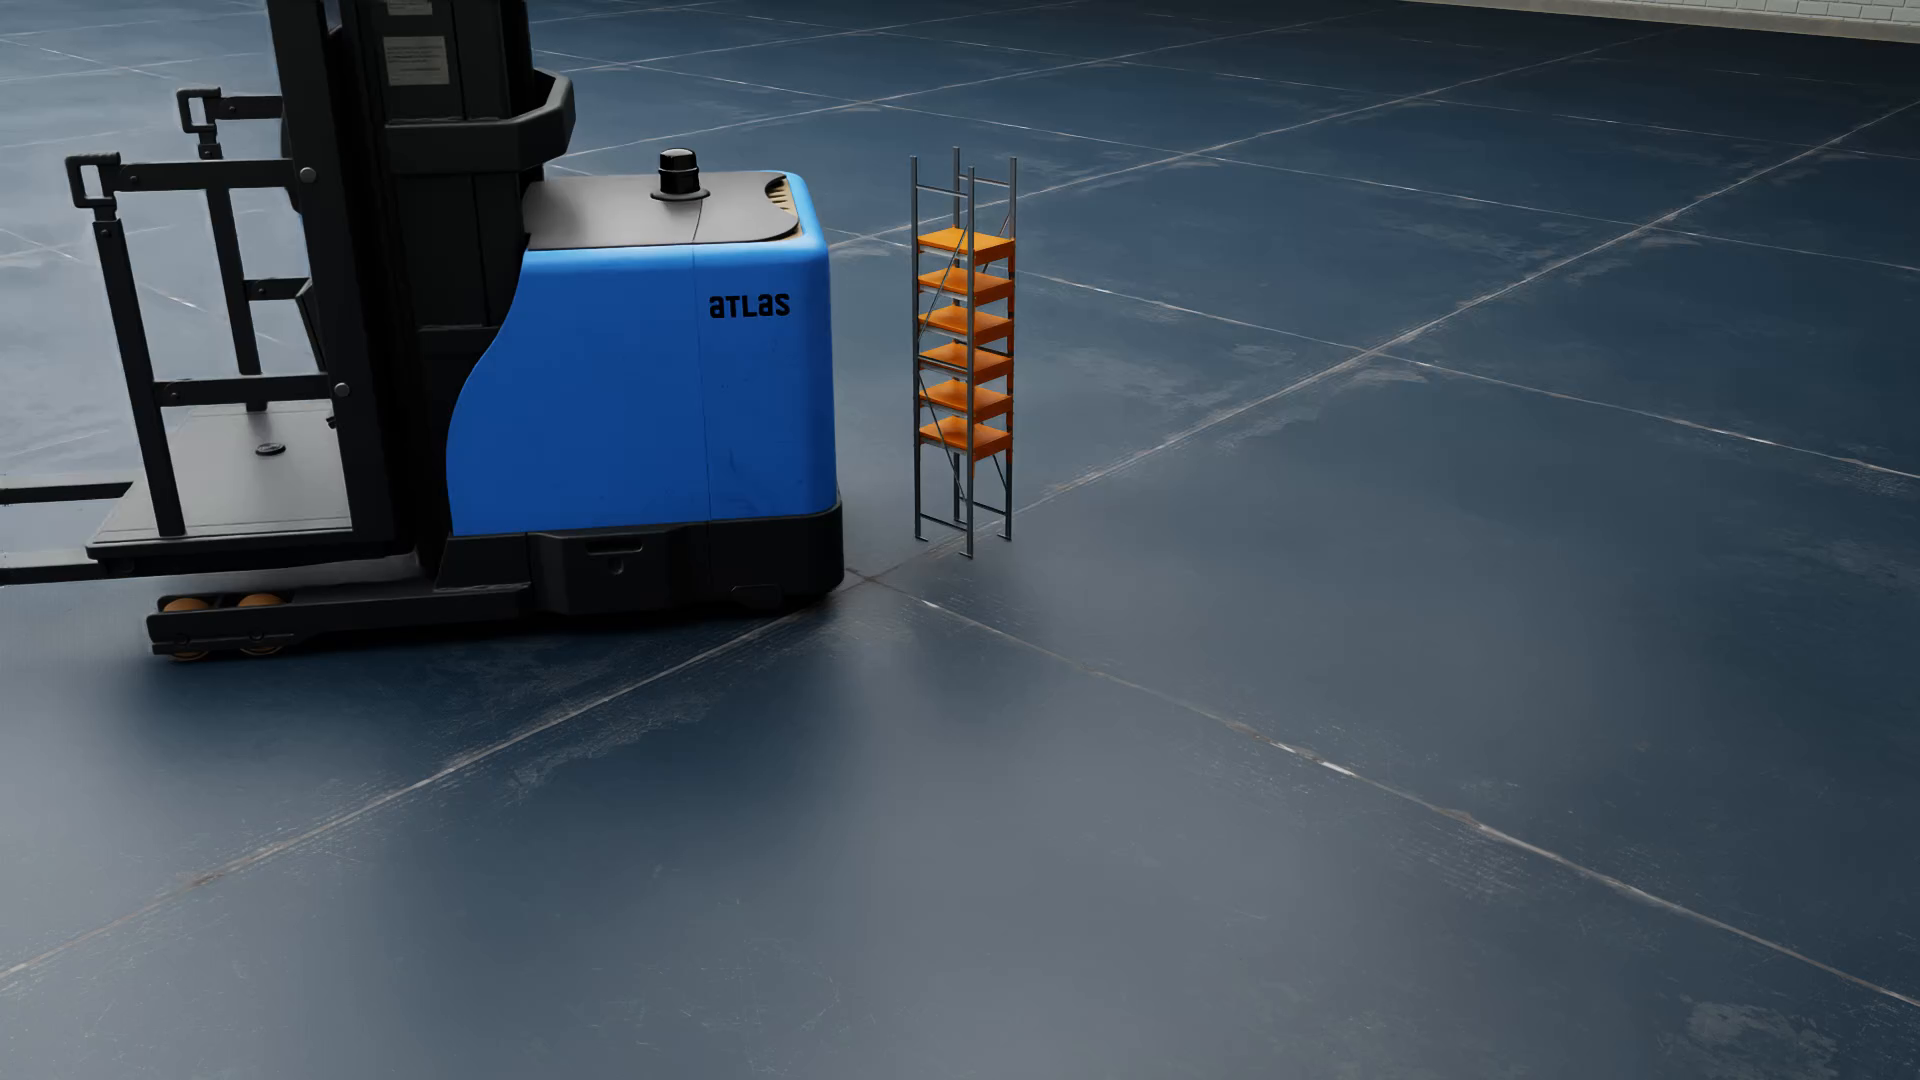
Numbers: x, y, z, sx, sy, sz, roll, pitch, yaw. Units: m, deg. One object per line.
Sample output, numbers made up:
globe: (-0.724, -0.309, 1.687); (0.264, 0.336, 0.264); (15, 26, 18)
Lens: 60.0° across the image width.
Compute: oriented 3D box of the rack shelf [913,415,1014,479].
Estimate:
rack shelf: (0.010, -0.292, 5.131); (0.258, 0.103, 0.180); (20, 31, 38)

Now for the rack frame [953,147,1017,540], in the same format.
rack frame: (0.071, -0.580, 5.077); (0.240, 1.200, 0.006); (20, 31, 38)

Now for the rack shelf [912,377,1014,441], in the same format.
rack shelf: (0.010, -0.402, 5.082); (0.258, 0.103, 0.180); (20, 31, 38)

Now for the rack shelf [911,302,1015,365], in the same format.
rack shelf: (0.010, -0.621, 4.983); (0.258, 0.103, 0.180); (20, 31, 38)

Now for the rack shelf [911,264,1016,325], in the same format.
rack shelf: (0.010, -0.730, 4.934); (0.258, 0.103, 0.180); (20, 31, 38)

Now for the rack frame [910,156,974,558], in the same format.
rack frame: (-0.051, -0.524, 4.952); (0.240, 1.200, 0.006); (20, 31, 38)

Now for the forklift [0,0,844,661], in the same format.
forklift: (-1.900, -1.241, 4.436); (3.031, 2.935, 1.130); (-4, 24, -8)

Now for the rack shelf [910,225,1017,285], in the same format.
rack shelf: (0.010, -0.840, 4.885); (0.258, 0.103, 0.180); (20, 31, 38)

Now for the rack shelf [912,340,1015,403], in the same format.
rack shelf: (0.010, -0.511, 5.033); (0.258, 0.103, 0.180); (20, 31, 38)

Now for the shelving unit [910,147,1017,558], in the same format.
shelving unit: (0.010, -0.552, 5.014); (0.258, 1.200, 0.189); (20, 31, 38)
